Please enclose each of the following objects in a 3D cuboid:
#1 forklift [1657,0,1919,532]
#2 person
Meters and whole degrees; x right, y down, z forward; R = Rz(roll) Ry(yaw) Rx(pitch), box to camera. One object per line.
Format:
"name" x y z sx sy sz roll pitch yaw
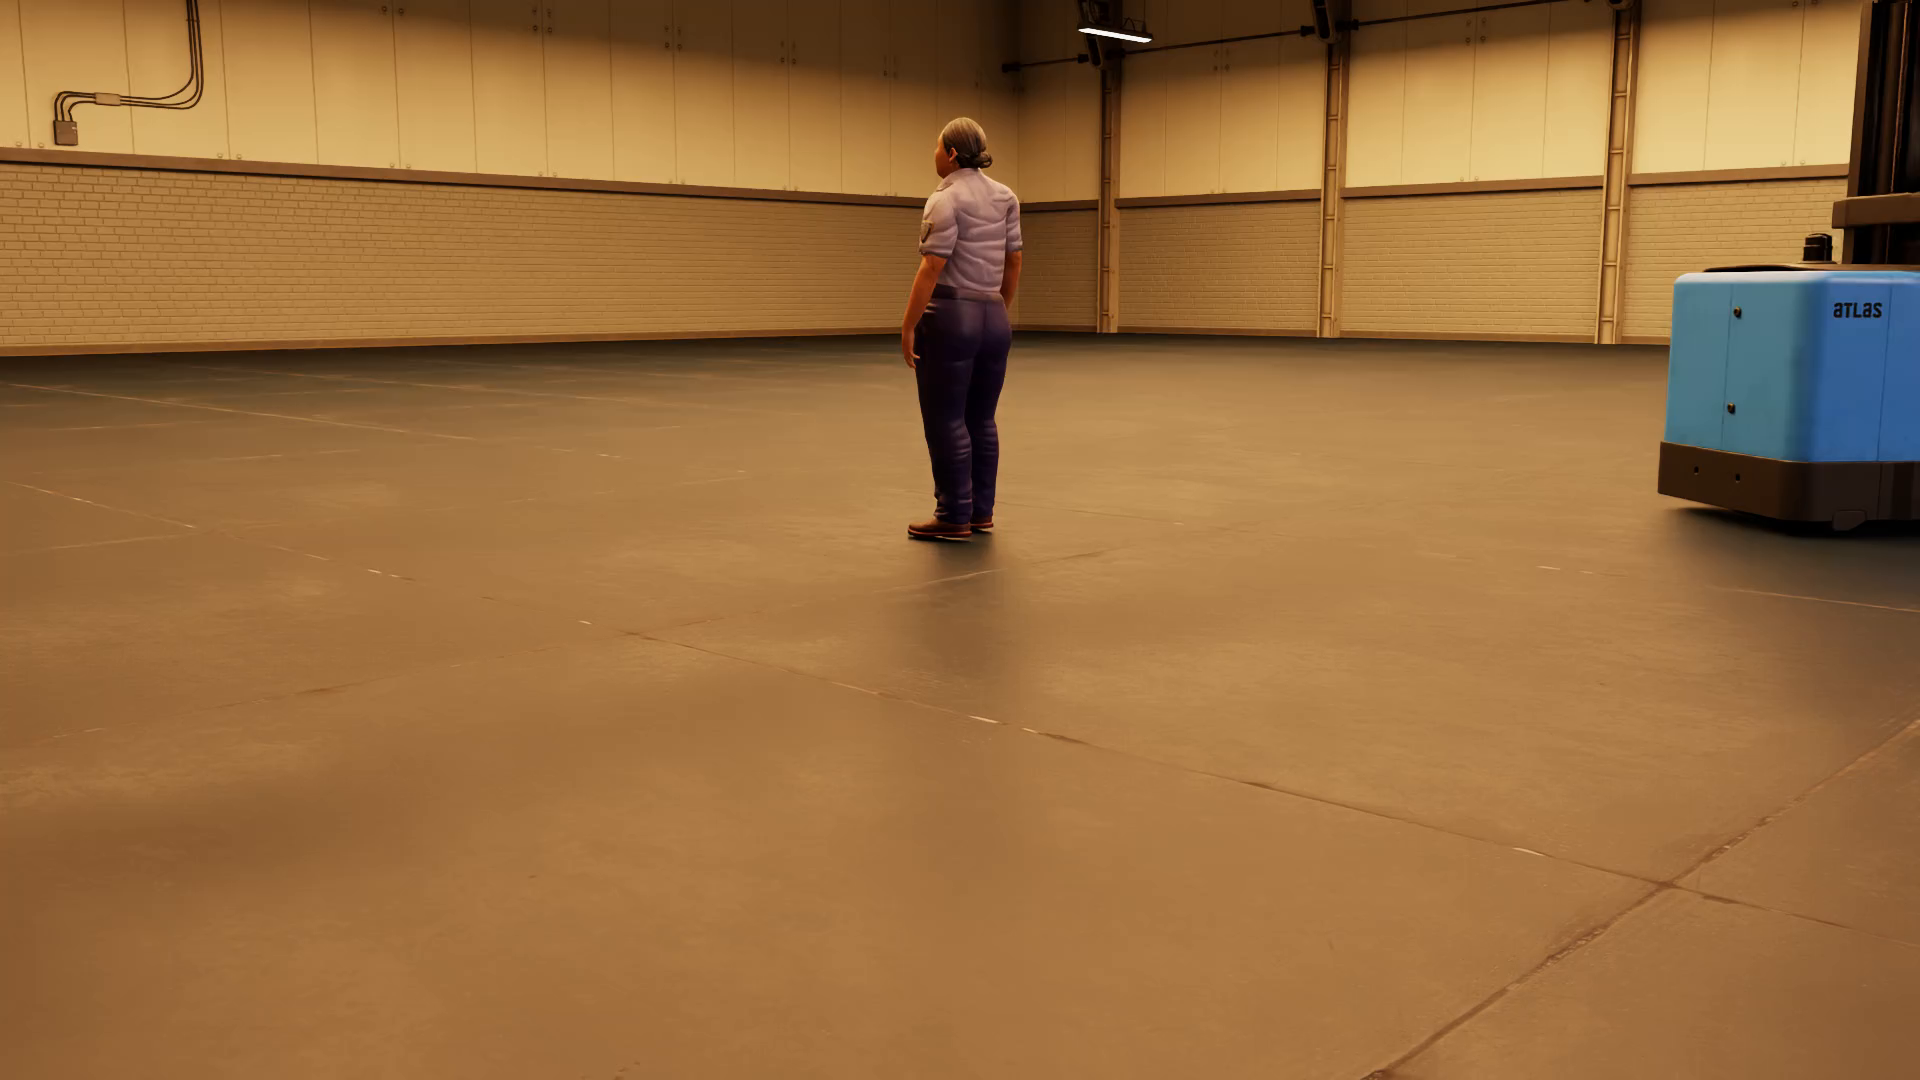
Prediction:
"forklift" 4.776 -1.560 7.234 3.031 2.935 1.130 -1 9 -8
"person" -0.049 -0.833 6.672 0.502 1.651 0.598 8 12 43
